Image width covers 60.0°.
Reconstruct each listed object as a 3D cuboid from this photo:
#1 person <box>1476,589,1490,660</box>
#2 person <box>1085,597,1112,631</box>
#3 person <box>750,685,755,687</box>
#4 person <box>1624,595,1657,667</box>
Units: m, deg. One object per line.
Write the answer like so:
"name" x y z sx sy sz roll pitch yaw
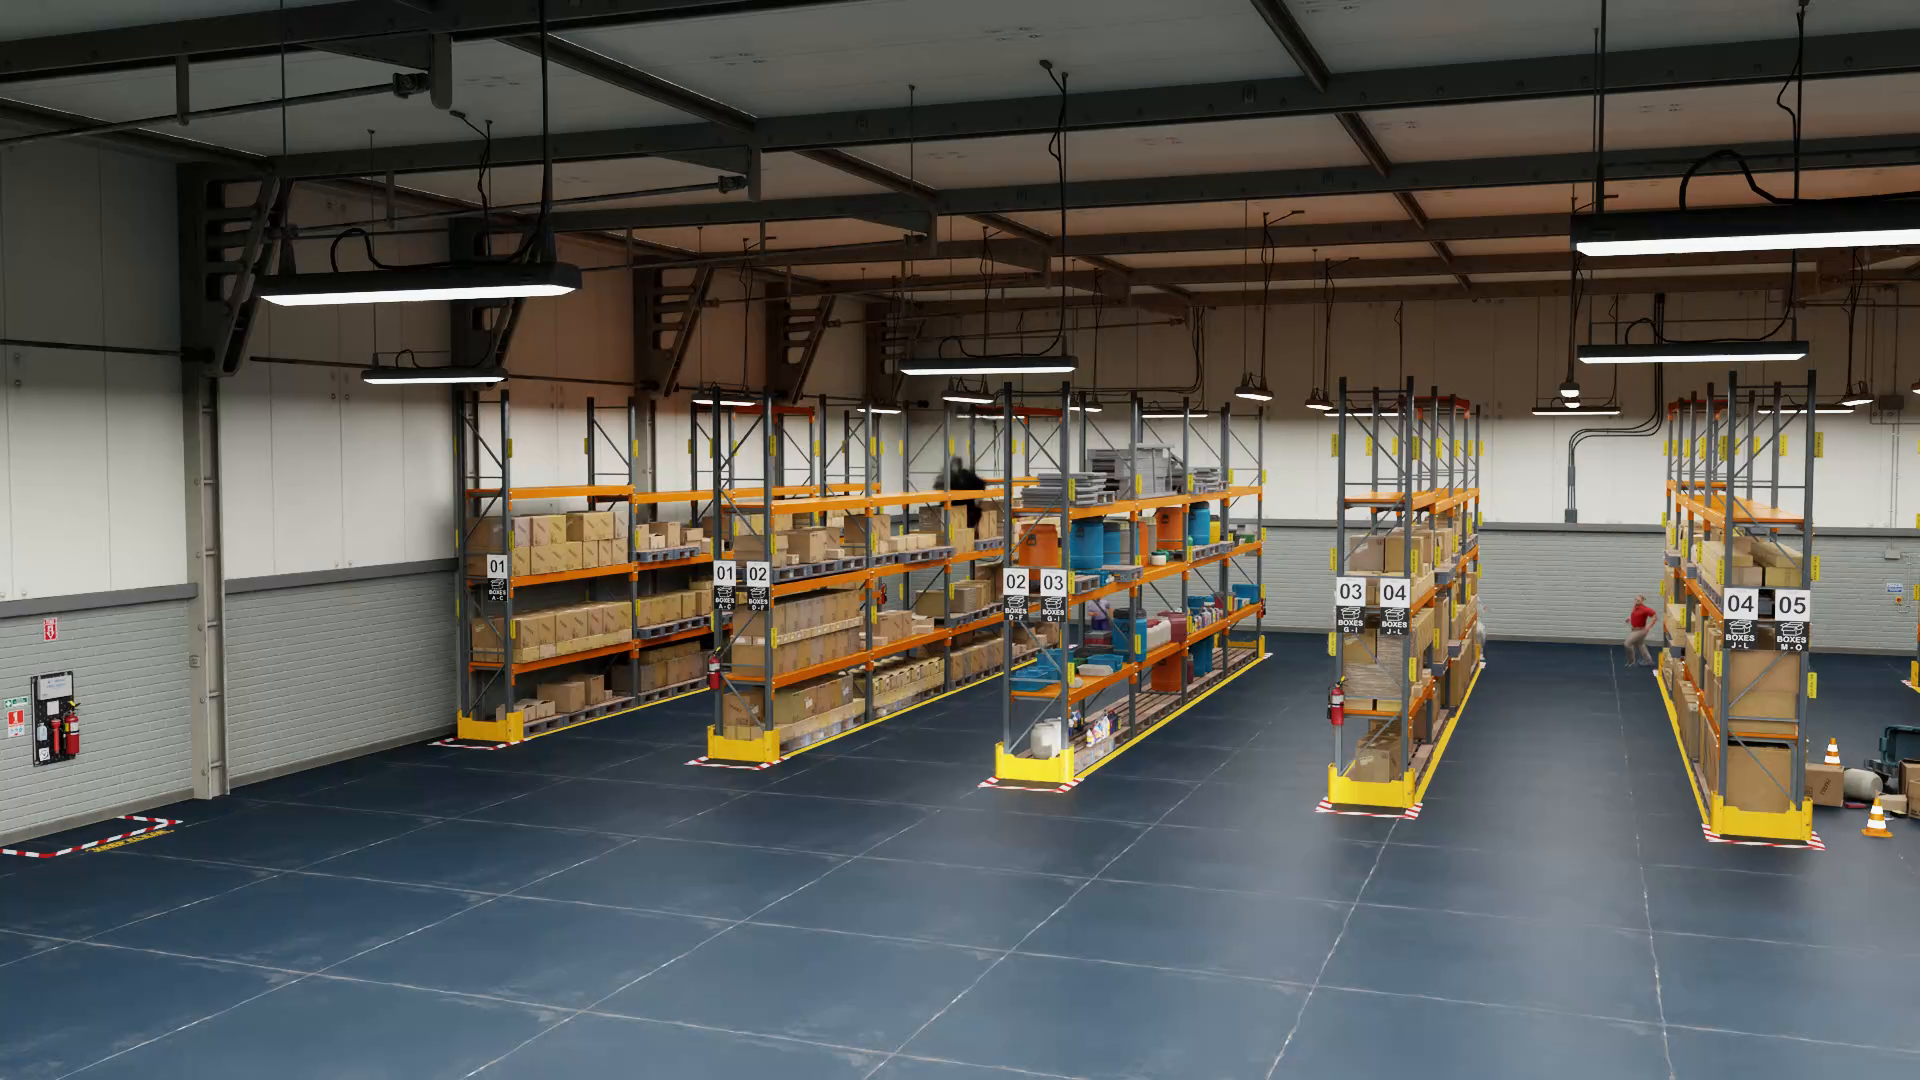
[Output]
"person" 12.130 1.976 39.341 0.783 1.801 0.710 2 4 32
"person" 3.291 2.029 39.478 0.608 1.704 0.717 1 3 11
"person" -3.848 2.453 31.753 0.578 1.649 0.791 0 3 3
"person" 15.540 2.109 37.964 0.748 1.720 0.802 0 3 2
